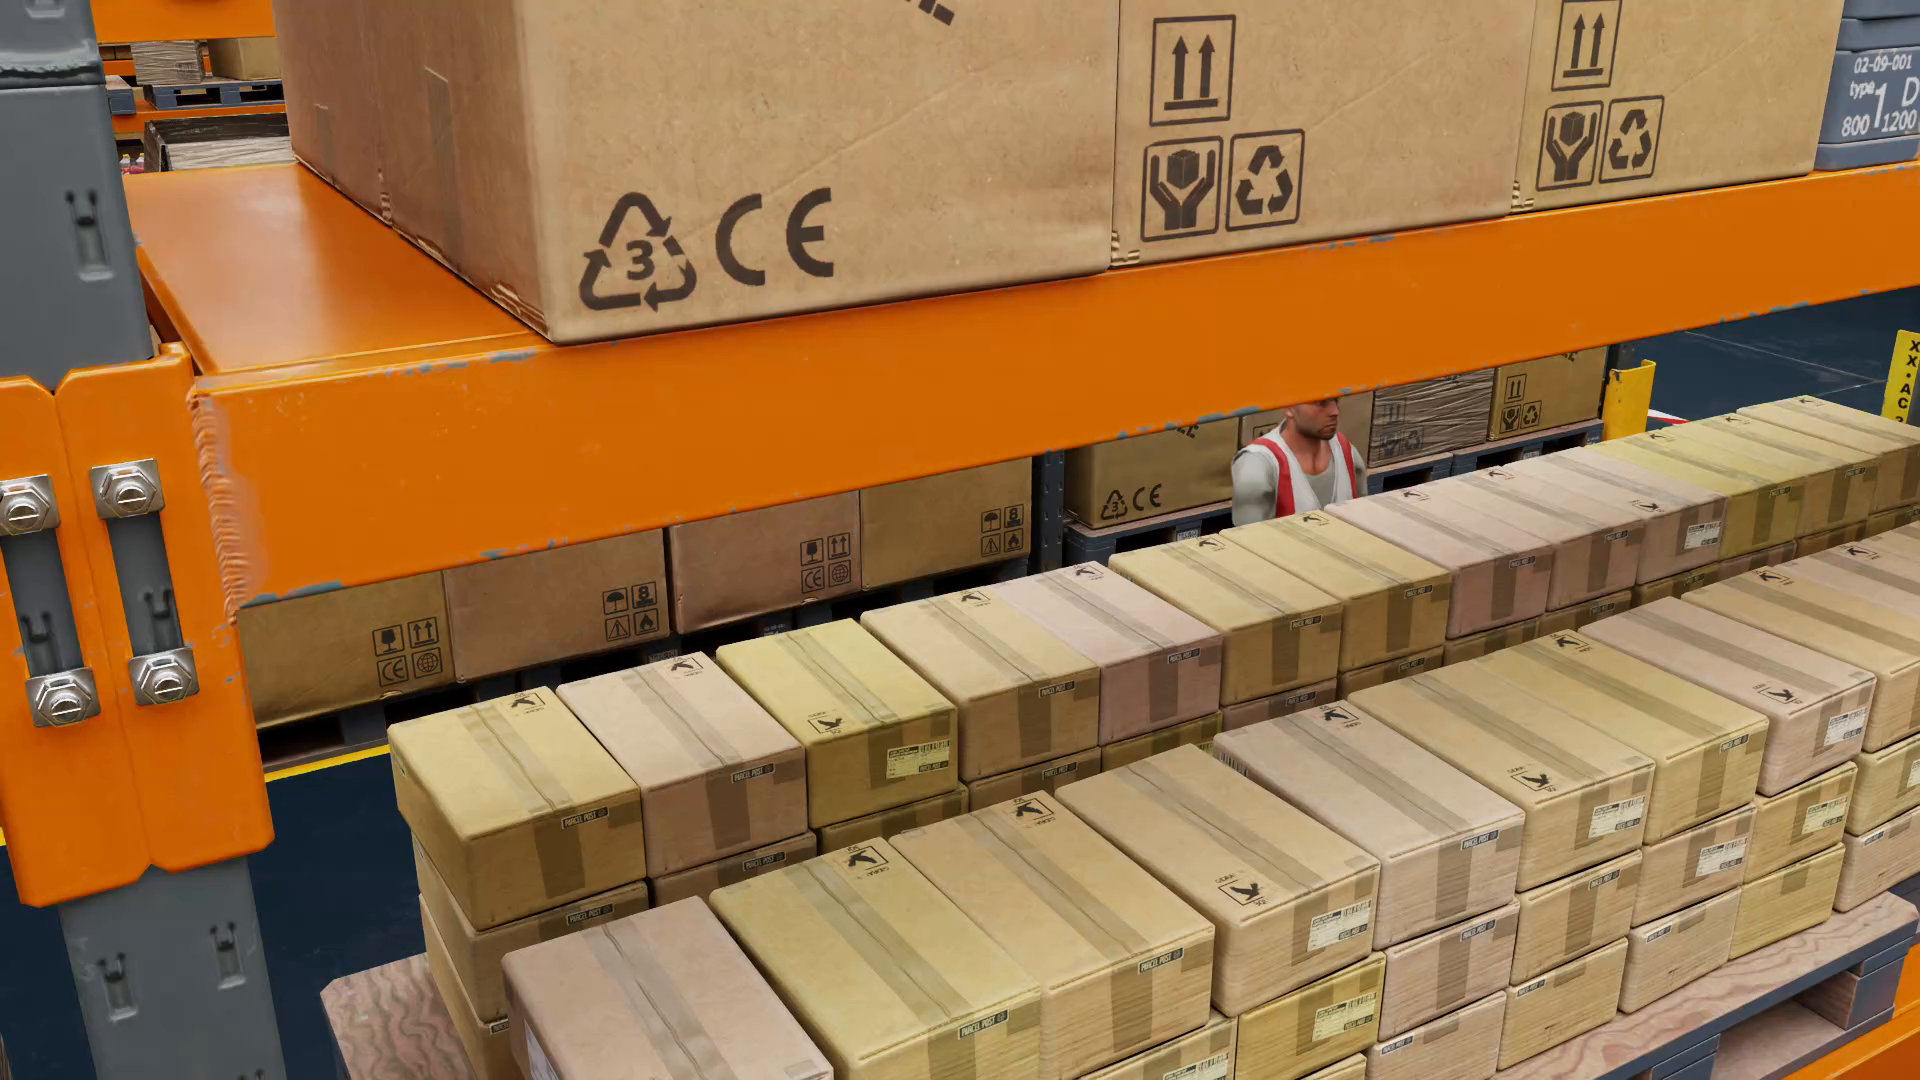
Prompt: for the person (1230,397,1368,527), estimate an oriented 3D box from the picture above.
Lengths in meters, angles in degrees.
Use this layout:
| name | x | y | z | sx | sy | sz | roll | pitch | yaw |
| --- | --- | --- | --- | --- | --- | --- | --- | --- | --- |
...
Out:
| name | x | y | z | sx | sy | sz | roll | pitch | yaw |
| --- | --- | --- | --- | --- | --- | --- | --- | --- | --- |
| person | 1.132 | 0.282 | 5.332 | 0.522 | 1.794 | 0.538 | -12 | 25 | -29 |
